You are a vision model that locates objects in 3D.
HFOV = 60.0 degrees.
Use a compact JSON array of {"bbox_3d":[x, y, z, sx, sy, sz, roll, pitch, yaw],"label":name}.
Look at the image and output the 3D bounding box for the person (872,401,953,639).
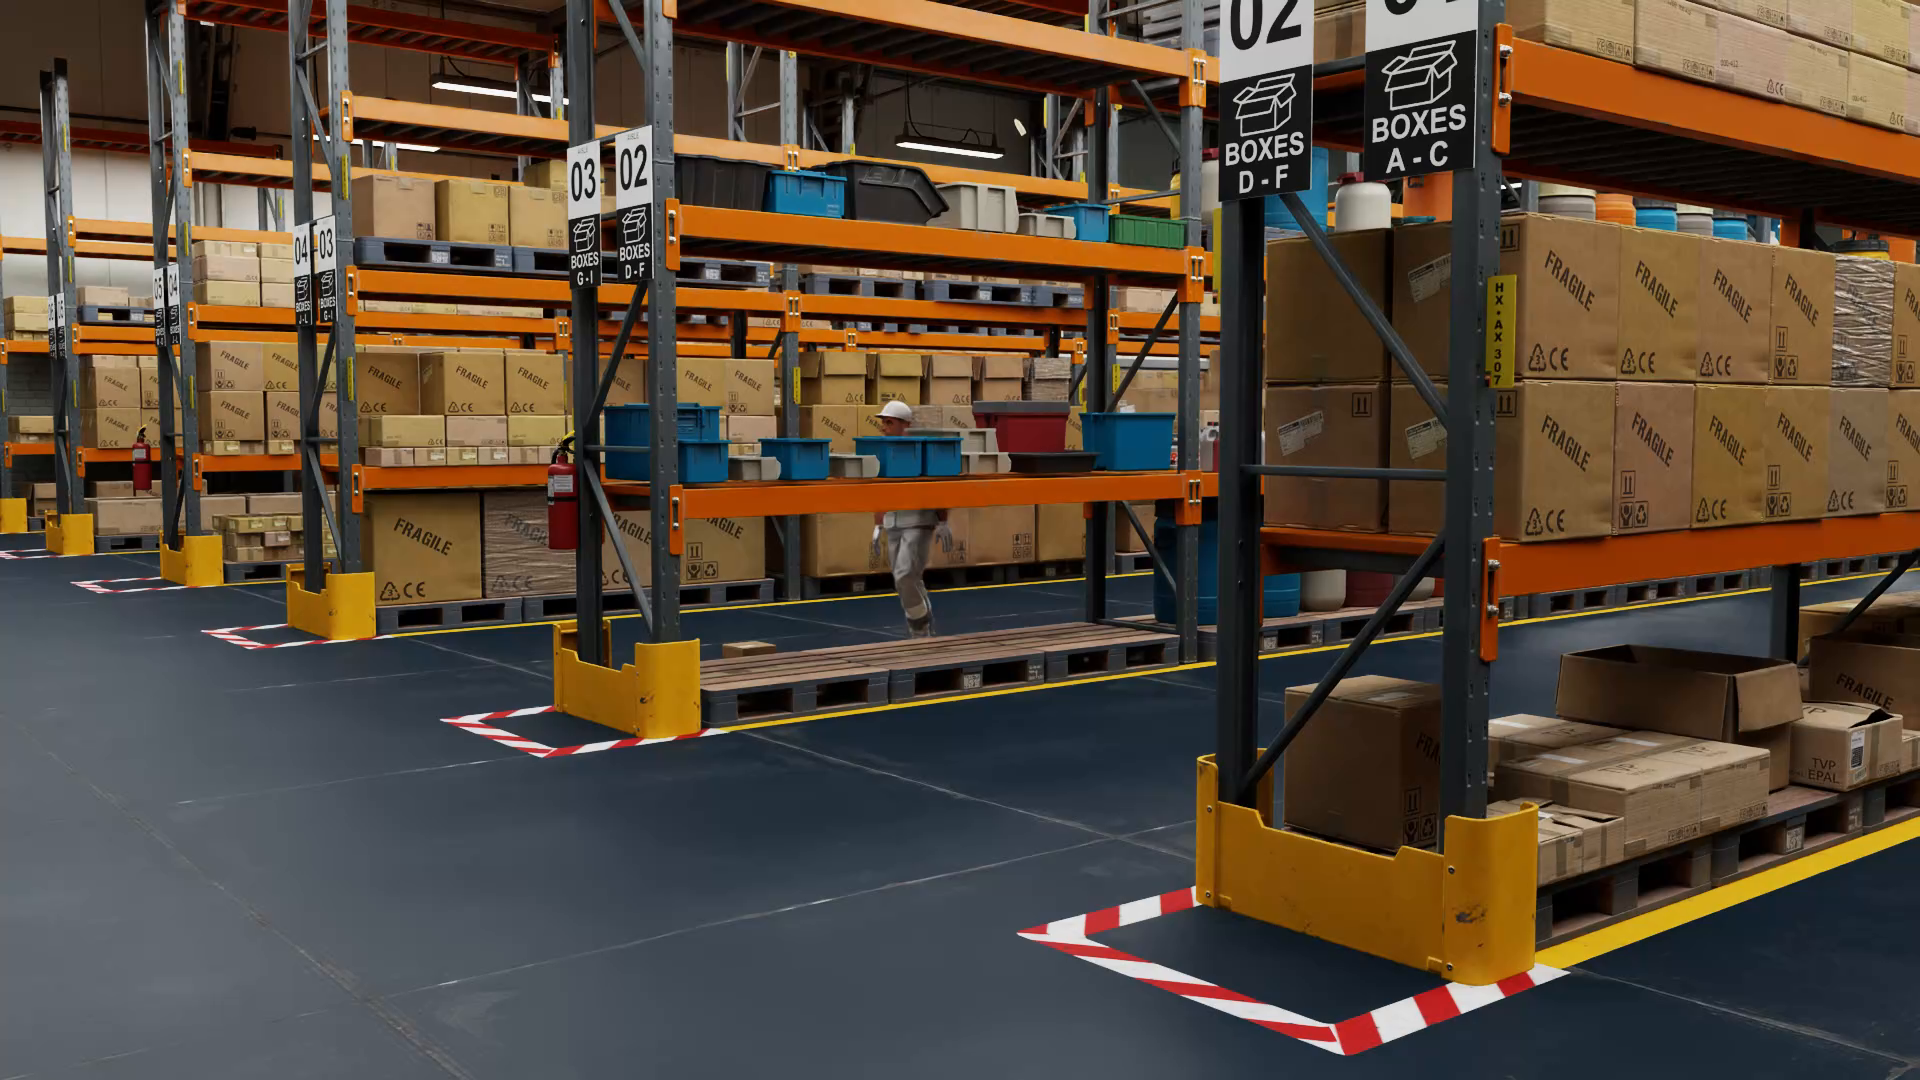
[{"bbox_3d":[-0.349,-0.061,11.392,0.580,1.776,0.527,4,6,41],"label":"person"}]
